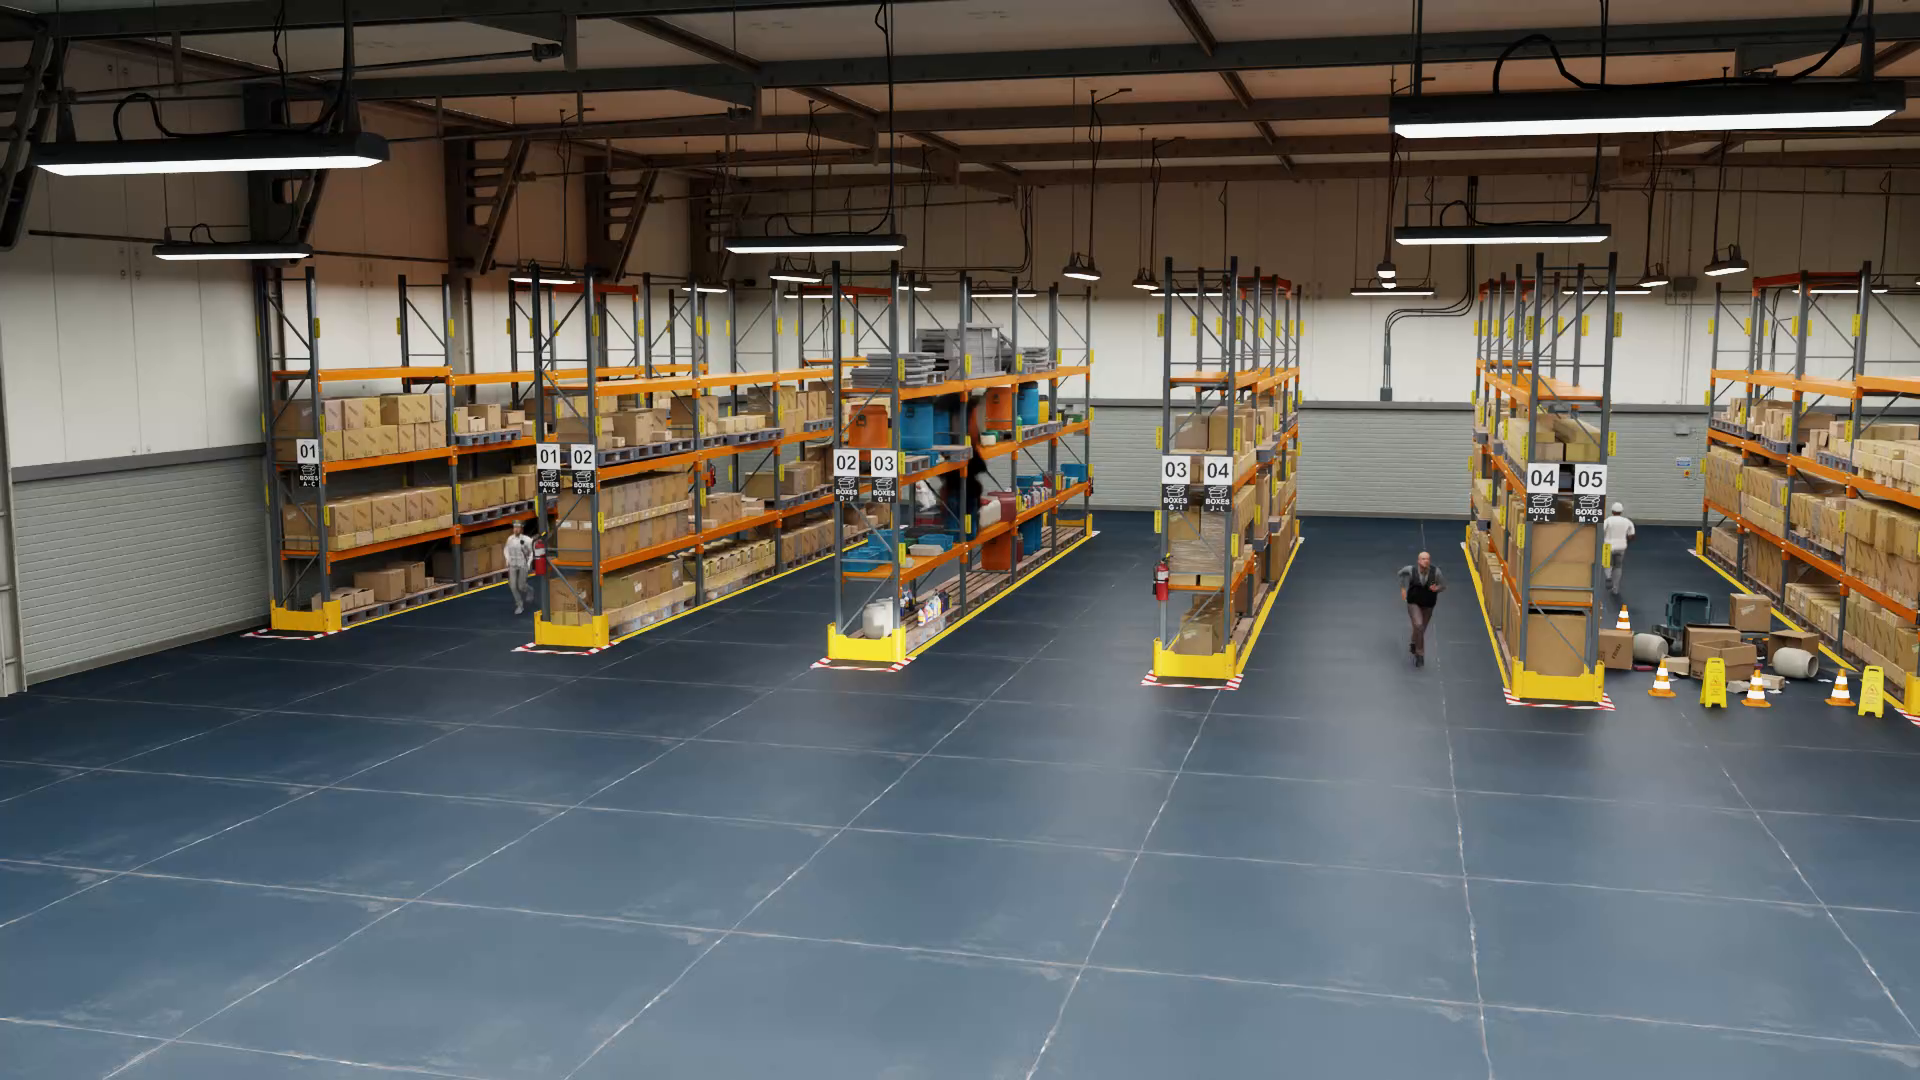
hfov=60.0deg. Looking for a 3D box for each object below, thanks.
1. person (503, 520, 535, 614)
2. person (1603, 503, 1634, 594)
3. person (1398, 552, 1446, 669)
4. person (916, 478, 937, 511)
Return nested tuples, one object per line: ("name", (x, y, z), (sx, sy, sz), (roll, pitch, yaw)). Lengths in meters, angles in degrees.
("person", (-7.814, 0.458, 29.523), (0.617, 1.657, 0.546), (1, 7, 6))
("person", (12.429, 0.141, 31.616), (0.688, 1.714, 0.639), (2, 7, 12))
("person", (6.915, 1.011, 24.987), (0.654, 1.737, 0.957), (0, 7, 1))
("person", (-0.880, -1.244, 42.478), (0.537, 1.717, 0.661), (6, 9, 39))
